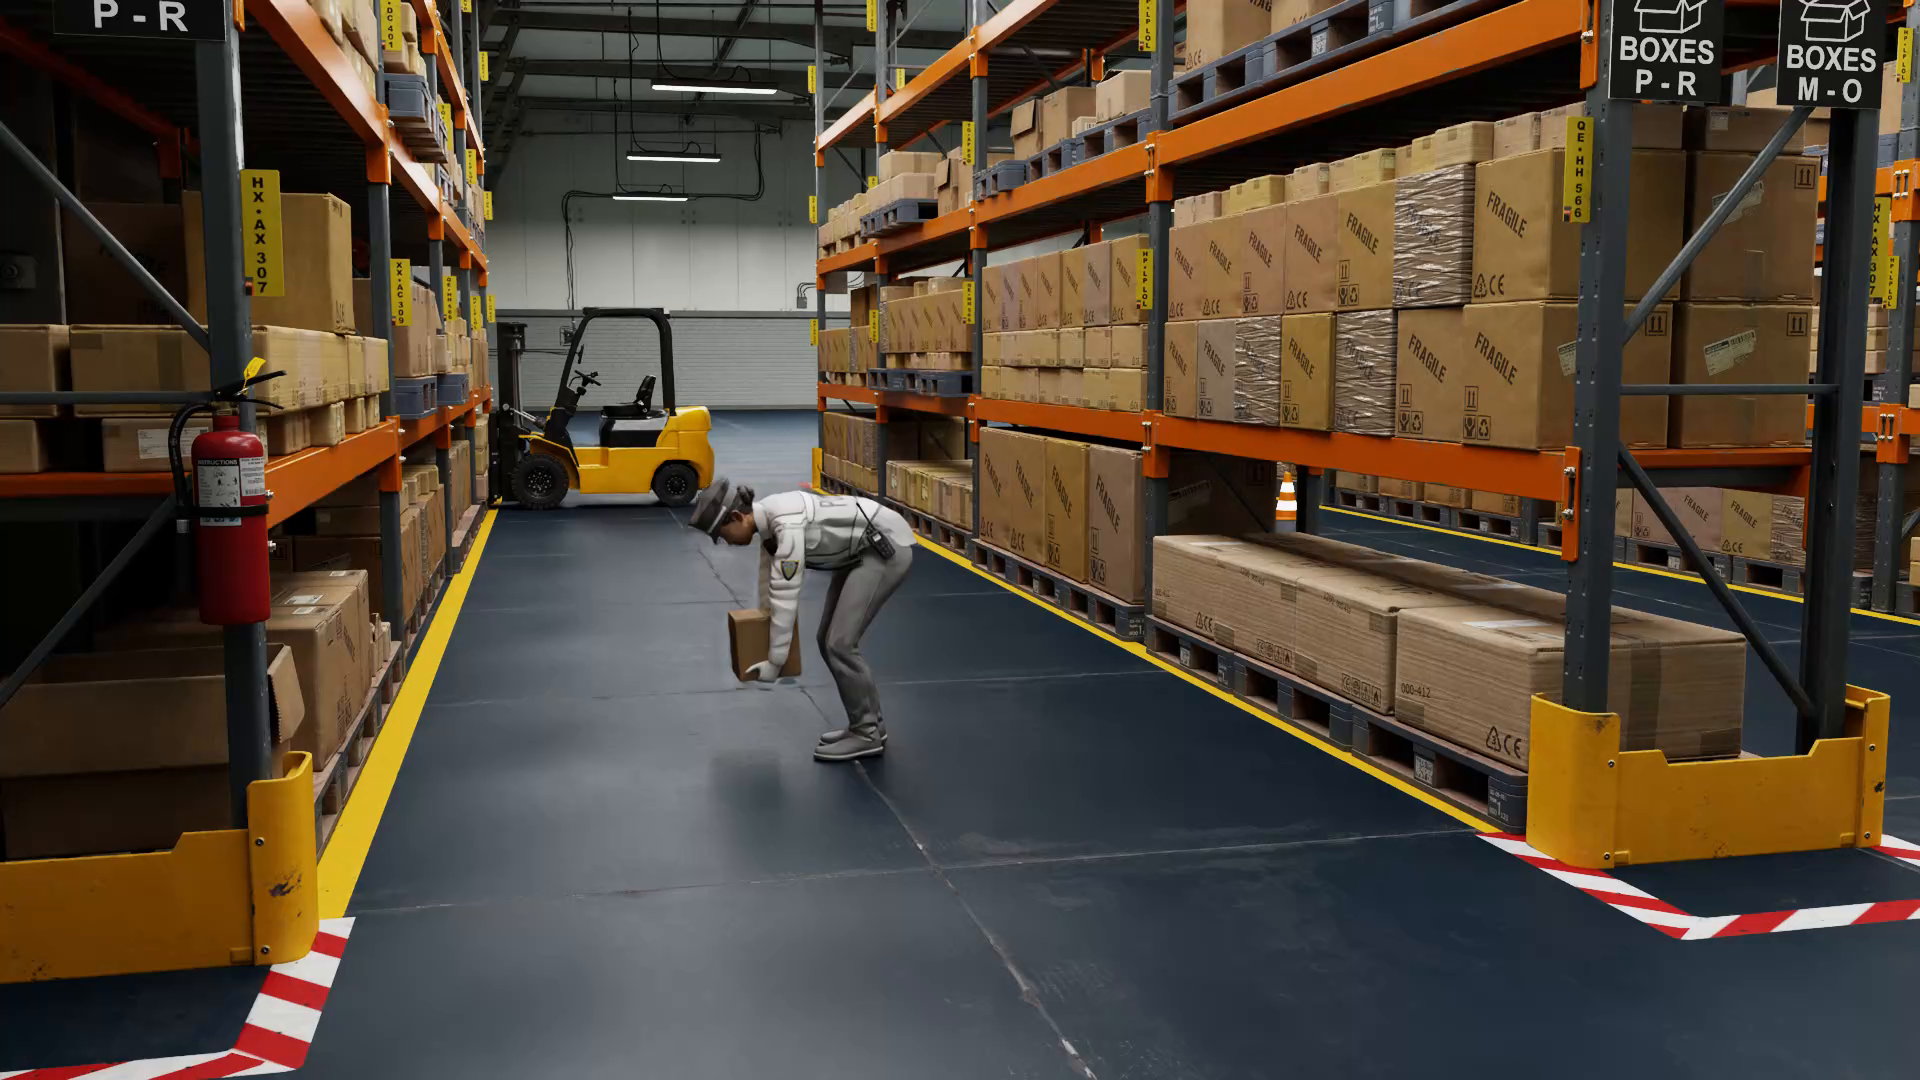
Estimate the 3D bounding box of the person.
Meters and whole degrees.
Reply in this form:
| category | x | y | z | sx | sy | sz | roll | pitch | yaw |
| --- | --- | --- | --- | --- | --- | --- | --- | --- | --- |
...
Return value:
| category | x | y | z | sx | sy | sz | roll | pitch | yaw |
| --- | --- | --- | --- | --- | --- | --- | --- | --- | --- |
| person | -0.545 | 0.121 | 6.727 | 0.694 | 1.530 | 0.406 | -2 | 6 | -15 |
